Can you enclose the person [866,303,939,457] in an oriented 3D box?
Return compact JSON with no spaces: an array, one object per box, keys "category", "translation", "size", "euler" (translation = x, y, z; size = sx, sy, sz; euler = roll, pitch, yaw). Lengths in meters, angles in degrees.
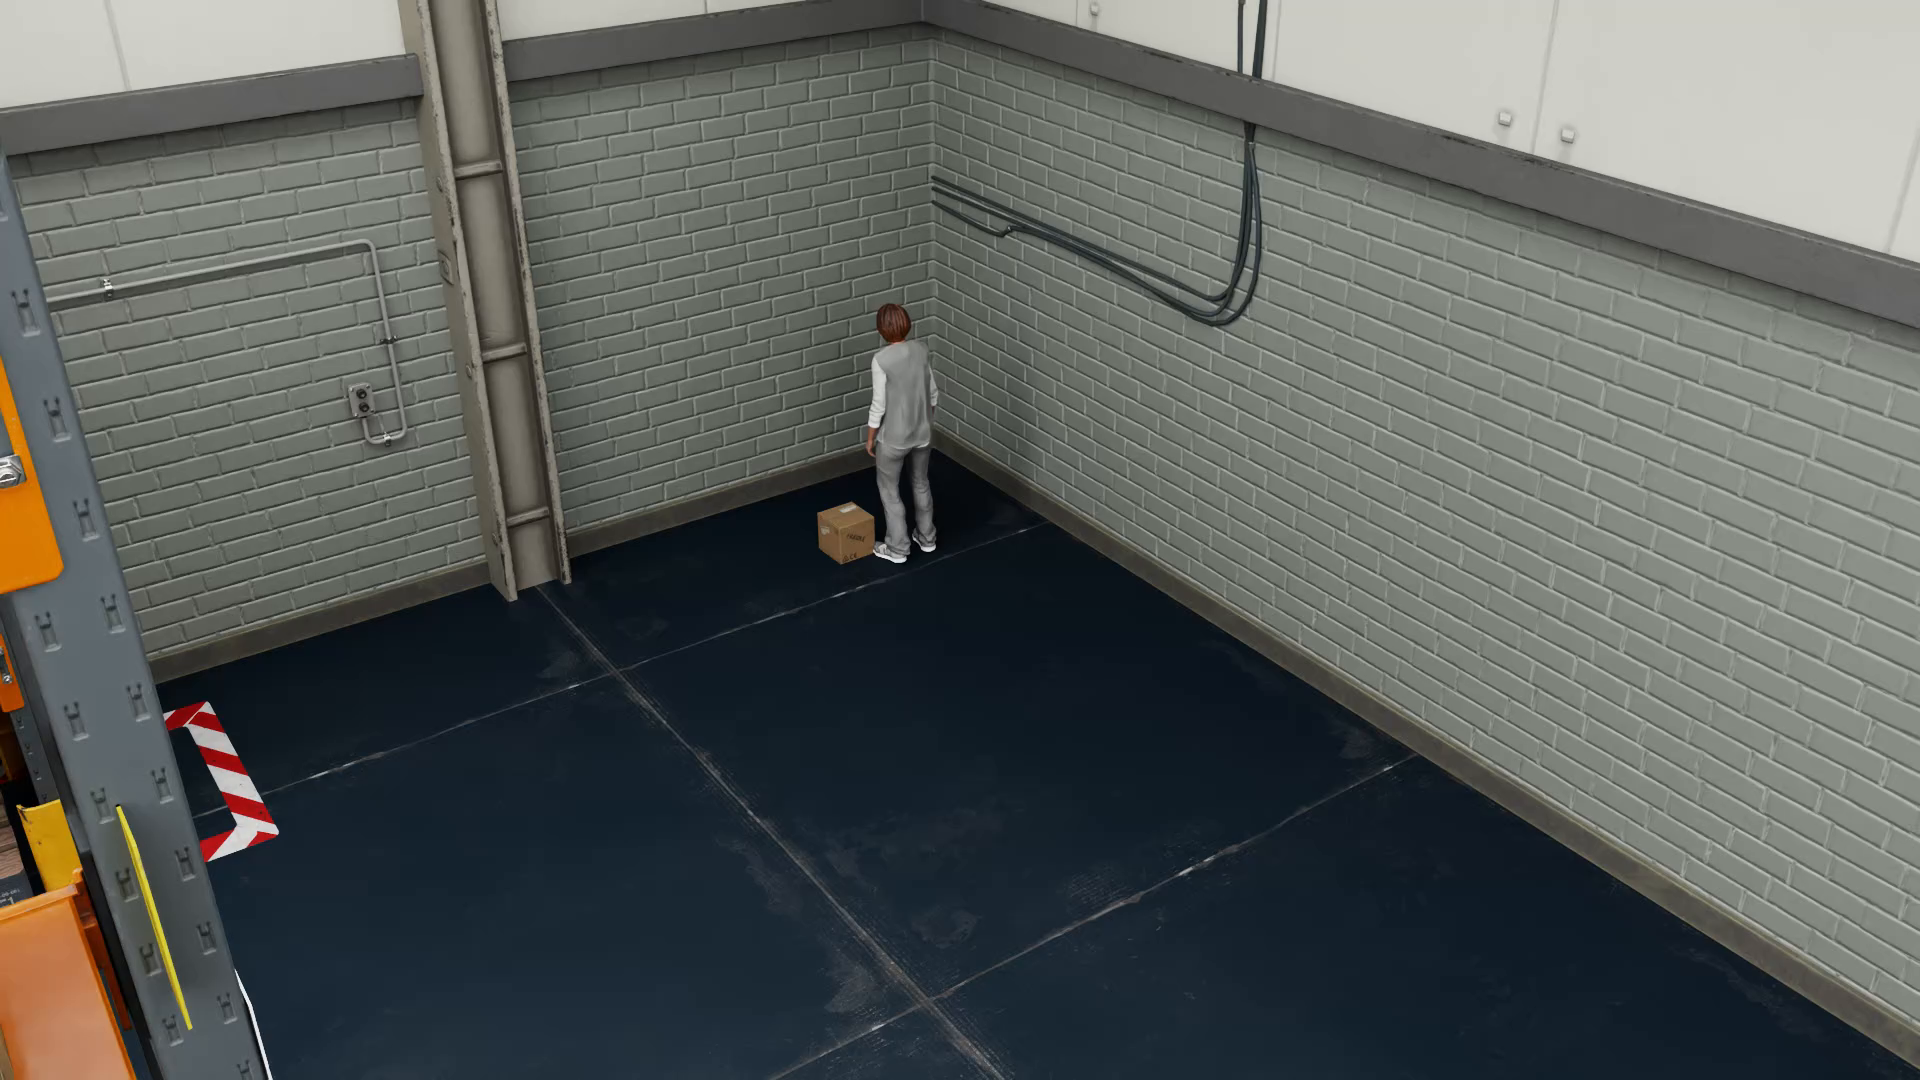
[{"category":"person","translation":[-0.343,-0.917,9.584],"size":[0.459,0.909,0.326],"euler":[-19,34,-30]}]
